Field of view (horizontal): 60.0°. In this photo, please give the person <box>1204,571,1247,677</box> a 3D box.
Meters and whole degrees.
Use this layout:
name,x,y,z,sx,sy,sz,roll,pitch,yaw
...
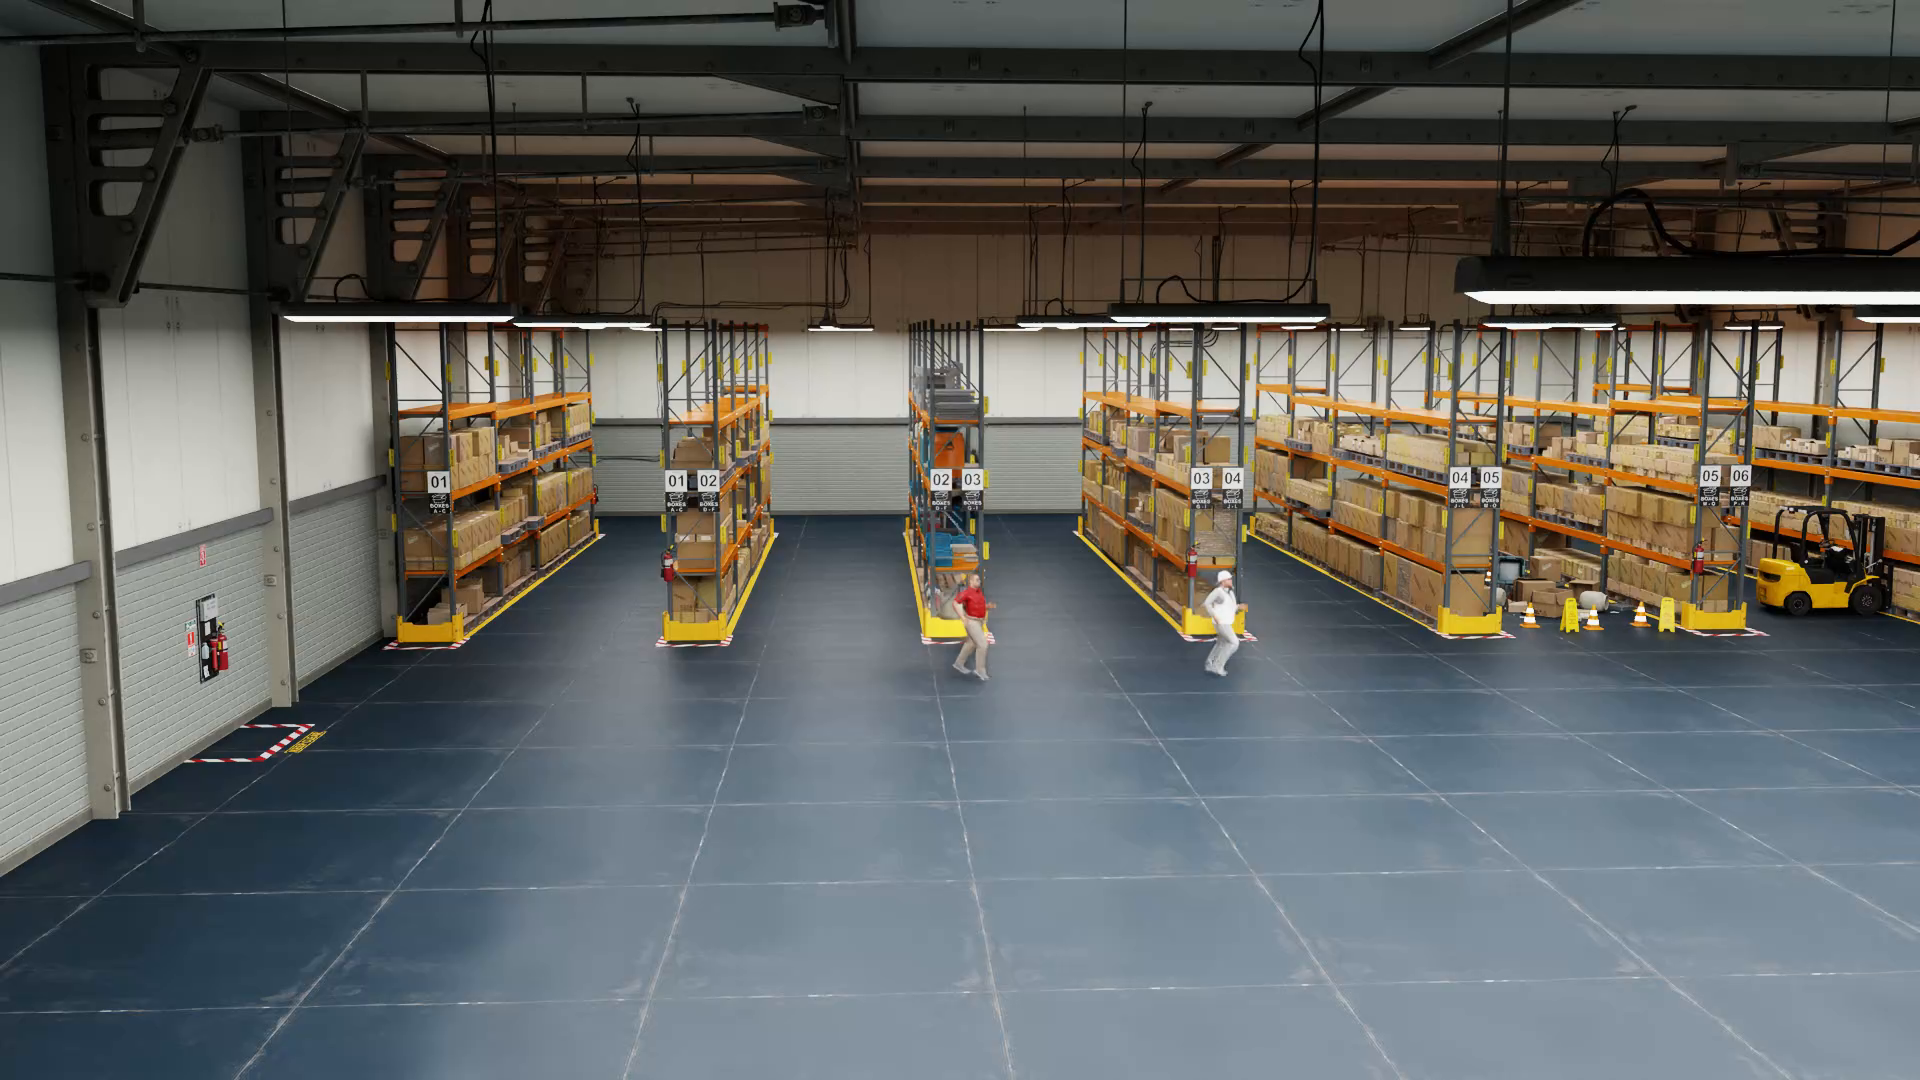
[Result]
name,x,y,z,sx,sy,sz,roll,pitch,yaw
person,4.475,1.406,28.018,0.704,1.788,0.631,3,8,26

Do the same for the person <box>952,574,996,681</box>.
name,x,y,z,sx,sy,sz,roll,pitch,yaw
person,0.227,1.454,27.749,0.798,1.798,0.637,3,8,21

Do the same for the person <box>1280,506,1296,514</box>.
name,x,y,z,sx,sy,sz,roll,pitch,yaw
person,9.689,-1.177,48.992,0.737,1.757,0.577,-6,9,-39
